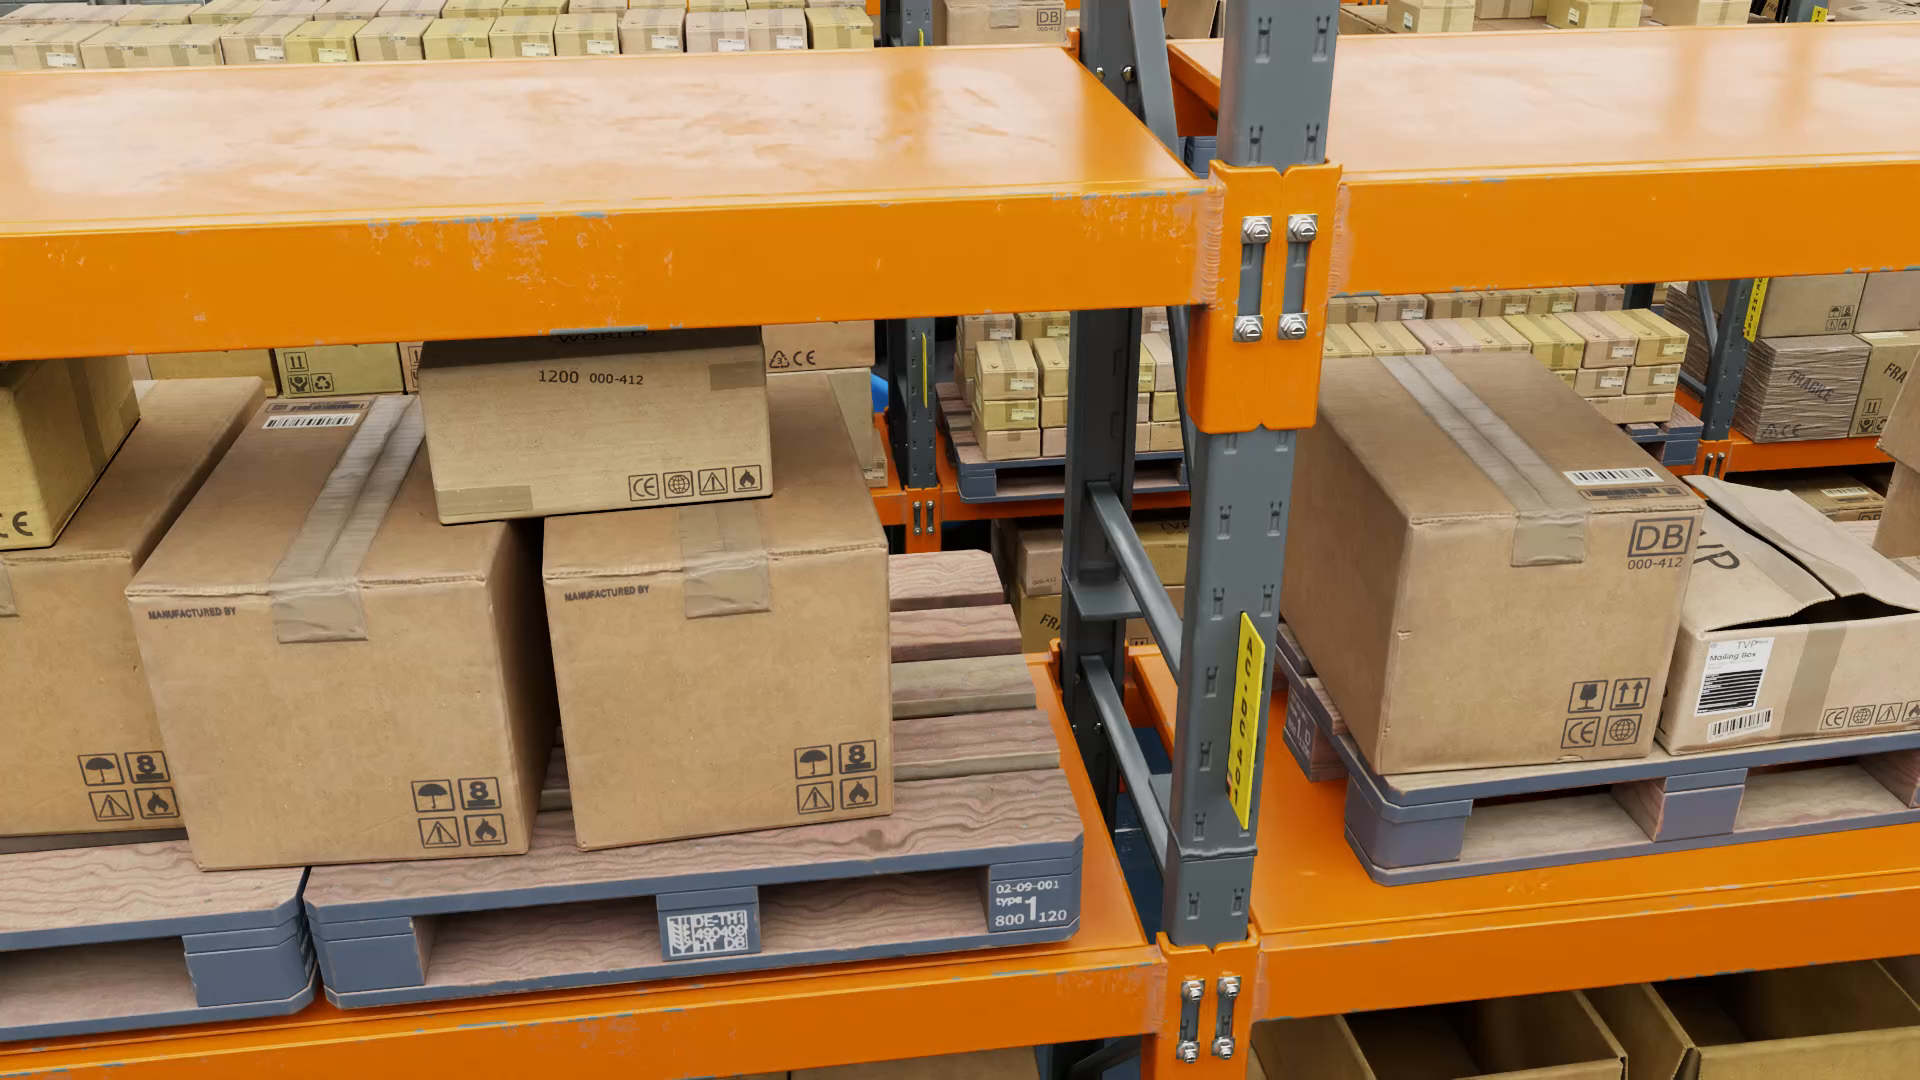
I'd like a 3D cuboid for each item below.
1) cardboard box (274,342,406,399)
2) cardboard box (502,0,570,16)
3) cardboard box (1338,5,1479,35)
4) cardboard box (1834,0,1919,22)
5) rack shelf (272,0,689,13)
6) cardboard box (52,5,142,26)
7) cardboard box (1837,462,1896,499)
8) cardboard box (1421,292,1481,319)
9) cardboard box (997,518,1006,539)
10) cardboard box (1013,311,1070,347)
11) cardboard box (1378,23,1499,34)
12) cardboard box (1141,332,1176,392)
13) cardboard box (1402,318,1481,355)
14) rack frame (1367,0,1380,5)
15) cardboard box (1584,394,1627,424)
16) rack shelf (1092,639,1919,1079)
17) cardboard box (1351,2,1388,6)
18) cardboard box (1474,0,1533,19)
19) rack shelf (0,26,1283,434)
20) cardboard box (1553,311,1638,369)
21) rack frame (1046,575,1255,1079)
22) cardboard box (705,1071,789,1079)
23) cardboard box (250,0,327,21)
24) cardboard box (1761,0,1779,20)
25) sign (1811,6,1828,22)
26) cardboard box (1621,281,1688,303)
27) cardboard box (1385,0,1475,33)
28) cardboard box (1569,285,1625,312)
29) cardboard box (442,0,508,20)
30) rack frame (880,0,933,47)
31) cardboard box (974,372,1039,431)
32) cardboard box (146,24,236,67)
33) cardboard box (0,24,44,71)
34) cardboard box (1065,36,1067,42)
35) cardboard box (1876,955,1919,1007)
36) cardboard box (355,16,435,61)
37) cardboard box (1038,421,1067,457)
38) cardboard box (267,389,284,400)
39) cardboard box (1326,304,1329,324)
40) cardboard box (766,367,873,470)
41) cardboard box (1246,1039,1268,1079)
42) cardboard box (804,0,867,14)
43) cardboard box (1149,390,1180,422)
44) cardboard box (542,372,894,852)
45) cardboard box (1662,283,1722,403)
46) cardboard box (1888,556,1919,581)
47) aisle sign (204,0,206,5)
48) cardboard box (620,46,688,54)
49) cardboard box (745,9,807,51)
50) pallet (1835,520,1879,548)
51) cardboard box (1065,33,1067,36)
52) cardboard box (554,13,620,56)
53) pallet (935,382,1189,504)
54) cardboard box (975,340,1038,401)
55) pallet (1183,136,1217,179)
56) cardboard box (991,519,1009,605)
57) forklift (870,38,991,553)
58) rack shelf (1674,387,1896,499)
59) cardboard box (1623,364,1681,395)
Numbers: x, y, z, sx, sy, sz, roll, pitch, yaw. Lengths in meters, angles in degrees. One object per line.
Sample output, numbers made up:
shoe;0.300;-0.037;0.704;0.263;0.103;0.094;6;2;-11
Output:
cardboard box;-2.706;-0.960;7.304;0.500;0.500;0.500;-4;27;-8
cardboard box;-1.873;-2.323;7.385;0.250;0.149;0.380;-2;27;-5
cardboard box;2.127;-2.274;8.002;0.500;0.500;0.500;-4;27;-7
cardboard box;4.465;-2.353;7.793;0.500;0.311;0.500;-4;27;-7
rack shelf;-3.013;-3.745;11.765;4.000;0.370;1.077;-4;27;-7
cardboard box;-3.661;-2.174;7.096;0.250;0.149;0.380;-3;27;-6
cardboard box;5.199;-0.122;9.206;0.750;0.750;1.050;-3;27;-6
cardboard box;2.462;-1.230;8.525;0.250;0.149;0.380;-5;28;-9
cardboard box;0.459;-0.196;8.803;0.500;0.250;0.500;-4;27;-8
cardboard box;0.393;-1.097;8.266;0.250;0.149;0.380;-4;28;-9
cardboard box;2.199;-2.041;7.546;0.500;0.500;0.500;-4;27;-7
cardboard box;0.988;-0.833;7.752;0.250;0.149;0.380;-4;27;-8
cardboard box;2.284;-0.919;7.919;0.250;0.149;0.380;-4;27;-7
rack frame;2.928;-3.112;13.029;0.127;3.000;1.000;-4;27;-7
cardboard box;3.047;-0.701;8.146;0.250;0.149;0.380;-4;27;-7
rack shelf;2.328;0.481;3.529;4.000;0.370;1.077;-4;27;-7
cardboard box;4.225;-5.529;17.357;0.500;0.250;0.500;-3;27;-6
cardboard box;2.521;-2.632;7.860;0.258;0.266;0.396;-4;27;-7
rack shelf;-1.633;-0.421;2.440;4.000;0.370;1.077;-4;27;-7
cardboard box;3.047;-0.967;8.012;0.250;0.149;0.380;-4;27;-8
rack frame;0.348;1.623;3.802;0.127;3.000;1.000;-4;27;-7
cardboard box;-0.567;1.403;3.246;0.500;0.500;0.500;-3;27;-7
cardboard box;-2.898;-2.236;7.216;0.250;0.149;0.380;-4;27;-8
cardboard box;8.682;-5.697;17.958;0.500;0.500;0.500;-4;27;-8
sign;3.791;-2.200;7.399;0.005;0.325;0.100;-4;27;-7
cardboard box;5.659;-2.302;13.869;0.625;0.372;0.950;-2;27;-4
cardboard box;2.083;-2.366;7.341;0.258;0.266;0.396;-4;27;-7
cardboard box;3.229;-1.278;8.619;0.250;0.149;0.380;-4;27;-7
cardboard box;-2.131;-2.300;7.341;0.250;0.149;0.380;-4;28;-9
rack frame;-0.243;-3.295;6.815;0.127;3.000;1.000;-4;27;-7
cardboard box;0.211;-0.651;7.722;0.250;0.149;0.380;-3;27;-6
cardboard box;-3.077;-1.964;6.687;0.250;0.149;0.380;-3;27;-6
cardboard box;-3.852;-1.957;6.672;0.250;0.149;0.380;-4;27;-8
cardboard box;0.658;-2.069;7.348;0.500;0.311;0.500;-4;27;-8
cardboard box;2.274;1.002;3.802;0.637;0.503;0.797;-3;27;-5
cardboard box;-2.310;-2.042;6.839;0.250;0.149;0.380;-3;27;-5
cardboard box;0.485;-0.539;7.829;0.250;0.149;0.380;-3;27;-6
cardboard box;-3.195;-0.498;7.499;0.500;0.500;0.500;-4;27;-7
cardboard box;1.684;-1.180;8.427;0.250;0.149;0.380;-4;27;-8
cardboard box;-0.683;-0.644;7.785;0.500;0.500;0.500;-4;27;-7
cardboard box;0.773;1.425;4.078;0.500;0.500;0.500;-4;27;-7
cardboard box;-0.565;-2.385;7.506;0.250;0.149;0.380;-4;27;-8
cardboard box;0.980;-0.701;7.821;0.250;0.149;0.380;-5;28;-9
cardboard box;-0.419;0.089;2.826;0.500;0.500;0.700;-5;28;-10
cardboard box;4.126;-1.075;8.950;0.500;0.500;0.500;-4;27;-7
cardboard box;1.843;0.186;3.131;0.250;0.149;0.380;-5;28;-9
aisle sign;-5.025;-3.624;11.179;0.004;0.787;0.394;-4;27;-7
cardboard box;-1.182;-1.944;7.084;0.500;0.250;0.500;-5;28;-9
cardboard box;-0.776;-2.129;7.007;0.250;0.149;0.380;-3;27;-6
pallet;2.572;0.255;3.388;1.213;0.211;1.003;-2;27;-5
cardboard box;0.901;-3.588;12.752;0.500;0.500;0.500;-3;27;-6
cardboard box;-1.546;-2.080;6.913;0.250;0.149;0.380;-5;28;-9
pallet;0.534;-0.524;8.195;1.213;0.211;1.003;-4;27;-7
cardboard box;0.211;-0.783;7.654;0.250;0.149;0.380;-2;27;-4
pallet;1.410;-1.936;7.657;1.003;0.211;1.213;-4;27;-7
cardboard box;0.455;0.138;8.973;0.500;0.500;0.500;-4;27;-8
forklift;-0.621;-1.754;10.457;1.130;2.935;3.031;-18;32;-31
rack shelf;5.698;-0.688;9.092;4.000;0.370;1.077;-4;27;-7
cardboard box;3.292;-0.851;8.111;0.250;0.149;0.380;-3;27;-6
